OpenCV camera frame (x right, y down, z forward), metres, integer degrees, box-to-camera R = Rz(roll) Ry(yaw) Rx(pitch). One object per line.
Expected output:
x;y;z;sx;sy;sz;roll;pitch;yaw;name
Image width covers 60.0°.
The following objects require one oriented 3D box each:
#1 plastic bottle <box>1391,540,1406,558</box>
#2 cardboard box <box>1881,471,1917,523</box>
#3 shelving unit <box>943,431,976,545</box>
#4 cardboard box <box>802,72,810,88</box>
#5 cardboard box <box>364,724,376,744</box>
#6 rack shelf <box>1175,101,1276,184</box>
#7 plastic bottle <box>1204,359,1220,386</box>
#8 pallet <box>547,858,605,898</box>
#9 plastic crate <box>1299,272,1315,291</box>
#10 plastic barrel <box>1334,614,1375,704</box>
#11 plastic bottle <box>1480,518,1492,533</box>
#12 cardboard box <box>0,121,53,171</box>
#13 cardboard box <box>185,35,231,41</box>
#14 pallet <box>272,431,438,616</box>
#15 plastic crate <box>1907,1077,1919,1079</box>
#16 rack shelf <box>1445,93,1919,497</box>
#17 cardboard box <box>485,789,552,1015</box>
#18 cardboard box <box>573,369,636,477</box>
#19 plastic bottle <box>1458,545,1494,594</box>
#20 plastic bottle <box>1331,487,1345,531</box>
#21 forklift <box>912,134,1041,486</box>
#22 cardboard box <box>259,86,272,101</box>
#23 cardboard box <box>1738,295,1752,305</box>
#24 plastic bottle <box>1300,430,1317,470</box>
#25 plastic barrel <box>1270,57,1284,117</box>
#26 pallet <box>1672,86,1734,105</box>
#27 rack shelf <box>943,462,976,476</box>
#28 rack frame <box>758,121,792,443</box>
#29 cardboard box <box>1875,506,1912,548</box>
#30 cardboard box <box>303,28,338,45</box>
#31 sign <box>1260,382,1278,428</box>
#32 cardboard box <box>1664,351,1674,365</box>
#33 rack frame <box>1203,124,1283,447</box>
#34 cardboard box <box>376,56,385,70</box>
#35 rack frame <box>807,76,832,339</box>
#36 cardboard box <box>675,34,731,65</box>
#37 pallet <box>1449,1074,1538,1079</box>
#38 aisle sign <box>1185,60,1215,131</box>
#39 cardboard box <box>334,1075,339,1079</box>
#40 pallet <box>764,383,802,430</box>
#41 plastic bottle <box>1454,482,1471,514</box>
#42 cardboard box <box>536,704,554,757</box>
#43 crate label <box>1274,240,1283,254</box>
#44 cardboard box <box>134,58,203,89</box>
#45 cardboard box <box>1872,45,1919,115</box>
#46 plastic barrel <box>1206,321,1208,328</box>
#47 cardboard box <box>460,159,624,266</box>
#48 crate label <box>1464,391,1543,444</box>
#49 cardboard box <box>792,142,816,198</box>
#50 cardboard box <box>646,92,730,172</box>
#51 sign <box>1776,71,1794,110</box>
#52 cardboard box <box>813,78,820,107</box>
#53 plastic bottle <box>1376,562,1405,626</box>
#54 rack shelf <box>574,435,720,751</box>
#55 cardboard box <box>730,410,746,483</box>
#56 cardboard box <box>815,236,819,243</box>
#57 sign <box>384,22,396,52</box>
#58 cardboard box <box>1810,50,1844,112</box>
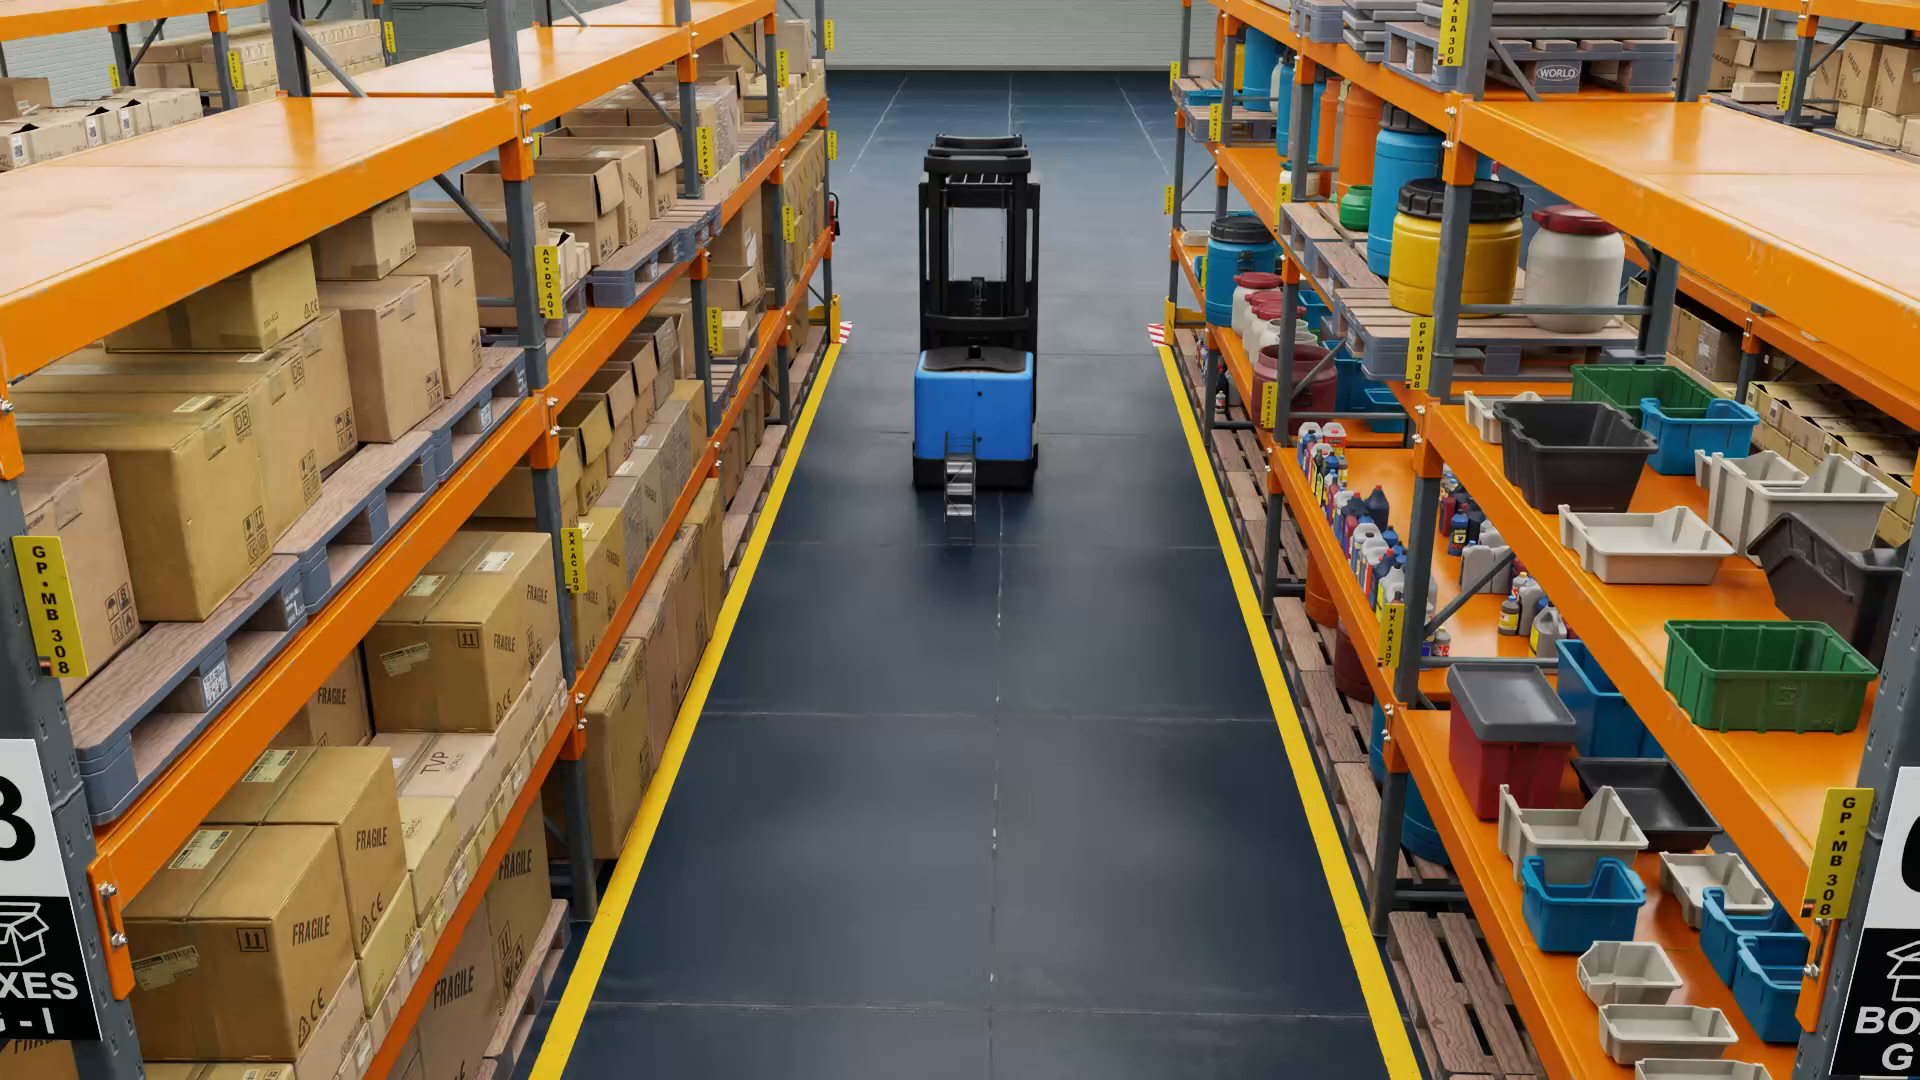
2.424;0.133;9.218;0.097;0.271;0.097;0;21;0;plastic bottle
7.431;-0.359;12.752;0.500;0.311;0.500;0;21;1;cardboard box
0.000;-0.417;13.359;0.258;0.900;0.210;1;21;2;shelving unit
-1.749;-4.746;17.124;0.380;0.149;0.250;0;21;-1;cardboard box
-2.667;0.811;7.089;0.500;0.250;0.500;1;21;1;cardboard box
2.884;-4.091;16.775;1.077;0.370;4.000;1;21;2;rack shelf
2.579;-1.721;16.976;0.152;0.276;0.135;1;21;3;plastic bottle
-2.423;1.553;9.235;1.003;0.211;1.213;1;21;2;pallet
3.114;-2.157;14.852;0.402;0.464;0.583;1;21;2;plastic crate
2.669;0.655;10.448;0.600;0.588;0.708;1;21;2;plastic barrel
3.044;-0.011;9.589;0.097;0.271;0.097;0;21;0;plastic bottle
-6.962;-2.863;12.019;0.500;0.311;0.500;1;21;2;cardboard box
-7.360;-4.848;16.257;0.380;0.149;0.250;1;21;2;cardboard box
-2.446;-0.089;5.587;1.003;0.211;1.213;1;21;2;pallet
2.815;1.760;4.995;0.416;0.233;0.300;1;21;2;plastic crate
2.519;-0.965;5.122;1.077;0.370;4.000;1;21;2;rack shelf
-2.471;1.565;7.705;0.875;0.875;0.875;1;21;2;cardboard box
-2.324;-0.685;9.624;0.797;0.503;0.637;1;21;3;cardboard box
2.851;0.145;9.179;0.152;0.276;0.135;1;21;2;plastic bottle
2.299;-0.187;10.042;0.097;0.271;0.097;0;21;0;plastic bottle
0.185;-2.322;15.462;1.130;2.935;3.031;1;21;3;forklift
-6.726;-4.196;15.679;0.380;0.149;0.250;1;21;2;cardboard box
7.781;-2.457;15.575;0.700;0.500;0.500;0;21;0;cardboard box
2.334;-0.604;11.118;0.097;0.271;0.097;0;21;0;plastic bottle
3.032;-4.105;15.080;0.421;0.512;0.421;0;21;0;plastic barrel
7.814;-4.355;16.582;1.003;0.211;1.213;1;21;2;pallet
0.000;-0.553;13.306;0.258;0.077;0.200;1;21;2;rack shelf
-2.128;-2.360;15.464;1.000;3.000;0.127;1;21;2;rack frame
7.437;-0.096;12.851;0.500;0.250;0.500;0;21;1;cardboard box
-6.671;-5.207;17.182;0.380;0.149;0.250;0;21;1;cardboard box
2.151;-0.939;11.576;0.100;0.325;0.005;1;21;2;sign
7.610;-1.876;17.437;0.500;0.250;0.500;1;21;2;cardboard box
2.823;-2.305;15.323;1.000;3.000;0.127;1;21;2;rack frame
-6.632;-5.297;18.516;0.380;0.149;0.250;1;21;2;cardboard box
-2.006;-3.806;19.191;1.000;3.000;0.127;1;21;2;rack frame
-2.369;-4.342;15.186;0.500;0.500;0.500;0;21;0;cardboard box
2.562;2.596;6.547;1.003;0.211;1.213;1;21;2;pallet
2.654;-4.993;18.656;0.394;0.787;0.004;1;21;2;aisle sign
-2.138;1.786;5.126;0.380;0.149;0.250;0;21;0;cardboard box
-2.143;-1.303;16.595;1.003;0.211;1.213;1;21;2;pallet
3.034;-0.215;10.004;0.144;0.351;0.185;1;21;2;plastic bottle
-2.060;0.857;7.521;0.380;0.149;0.250;1;21;3;cardboard box
3.159;-3.100;17.322;0.502;0.435;0.616;1;21;2;crate label
-7.324;-4.341;15.501;0.500;0.250;0.500;0;21;1;cardboard box
7.721;-3.695;13.348;0.500;0.500;0.500;3;21;7;cardboard box
3.001;-2.549;18.810;0.421;0.512;0.421;0;21;0;plastic barrel
-2.290;-1.817;9.195;0.797;0.503;0.637;0;21;1;cardboard box
2.276;-0.514;6.926;0.293;0.136;0.466;1;21;2;crate label
-1.803;-3.894;17.487;0.500;0.500;0.500;1;21;2;cardboard box
-1.959;-2.942;11.989;0.500;0.500;0.500;1;21;2;cardboard box
7.219;-3.931;14.543;0.100;0.325;0.005;1;21;2;sign
-1.779;-4.777;17.754;0.500;0.250;0.500;1;21;2;cardboard box
2.280;0.274;8.743;0.144;0.351;0.185;1;21;2;plastic bottle
-2.310;0.145;10.003;1.077;0.370;4.000;1;21;2;rack shelf
-2.218;-0.803;14.300;0.700;0.500;0.500;-1;21;-3;cardboard box
-1.773;-3.402;18.498;0.380;0.149;0.250;1;21;2;cardboard box
-6.419;-5.660;18.709;0.100;0.325;0.005;1;21;2;sign
8.053;-4.135;14.980;0.500;0.500;0.500;2;21;6;cardboard box
